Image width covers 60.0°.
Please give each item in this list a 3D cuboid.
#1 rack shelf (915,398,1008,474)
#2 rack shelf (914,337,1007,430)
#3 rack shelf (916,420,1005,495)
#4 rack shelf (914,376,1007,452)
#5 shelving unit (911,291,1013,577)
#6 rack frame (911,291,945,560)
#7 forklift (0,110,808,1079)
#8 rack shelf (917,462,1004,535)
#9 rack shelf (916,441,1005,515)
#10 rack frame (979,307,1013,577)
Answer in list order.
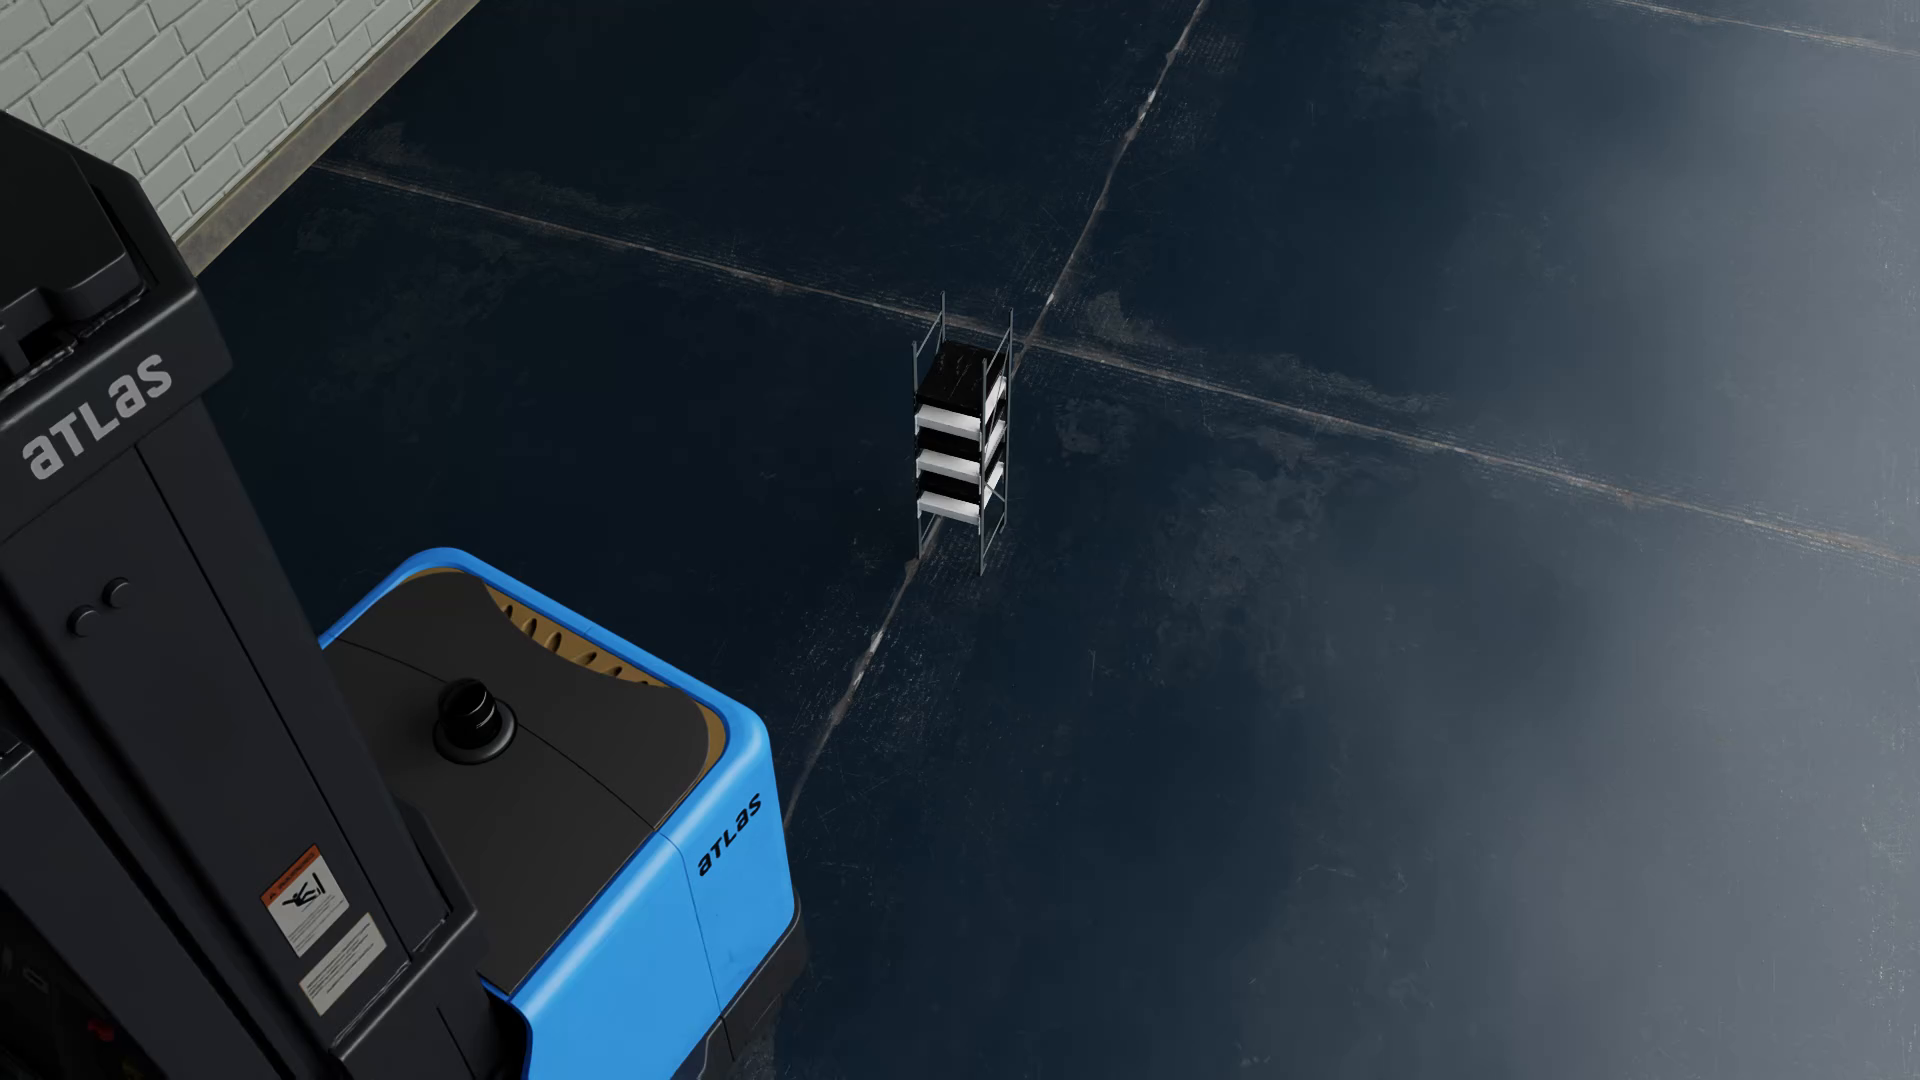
[{"bbox_3d":[0.008,-0.330,4.865,0.200,0.077,0.258,16,51,13],"label":"rack shelf"},{"bbox_3d":[0.008,-0.448,4.729,0.200,0.077,0.258,16,51,13],"label":"rack shelf"},{"bbox_3d":[0.008,-0.271,4.933,0.200,0.077,0.258,16,51,13],"label":"rack shelf"},{"bbox_3d":[0.008,-0.389,4.797,0.200,0.077,0.258,16,51,13],"label":"rack shelf"},{"bbox_3d":[0.008,-0.293,4.908,0.210,0.900,0.258,16,51,13],"label":"shelving unit"},{"bbox_3d":[-0.088,-0.319,4.931,0.006,0.900,0.240,16,51,13],"label":"rack frame"},{"bbox_3d":[-1.604,0.871,2.556,1.130,2.935,3.031,26,54,21],"label":"forklift"},{"bbox_3d":[0.008,-0.153,5.069,0.200,0.077,0.258,16,51,13],"label":"rack shelf"},{"bbox_3d":[0.008,-0.212,5.001,0.200,0.077,0.258,16,51,13],"label":"rack shelf"},{"bbox_3d":[0.103,-0.266,4.885,0.006,0.900,0.240,16,51,13],"label":"rack frame"}]
